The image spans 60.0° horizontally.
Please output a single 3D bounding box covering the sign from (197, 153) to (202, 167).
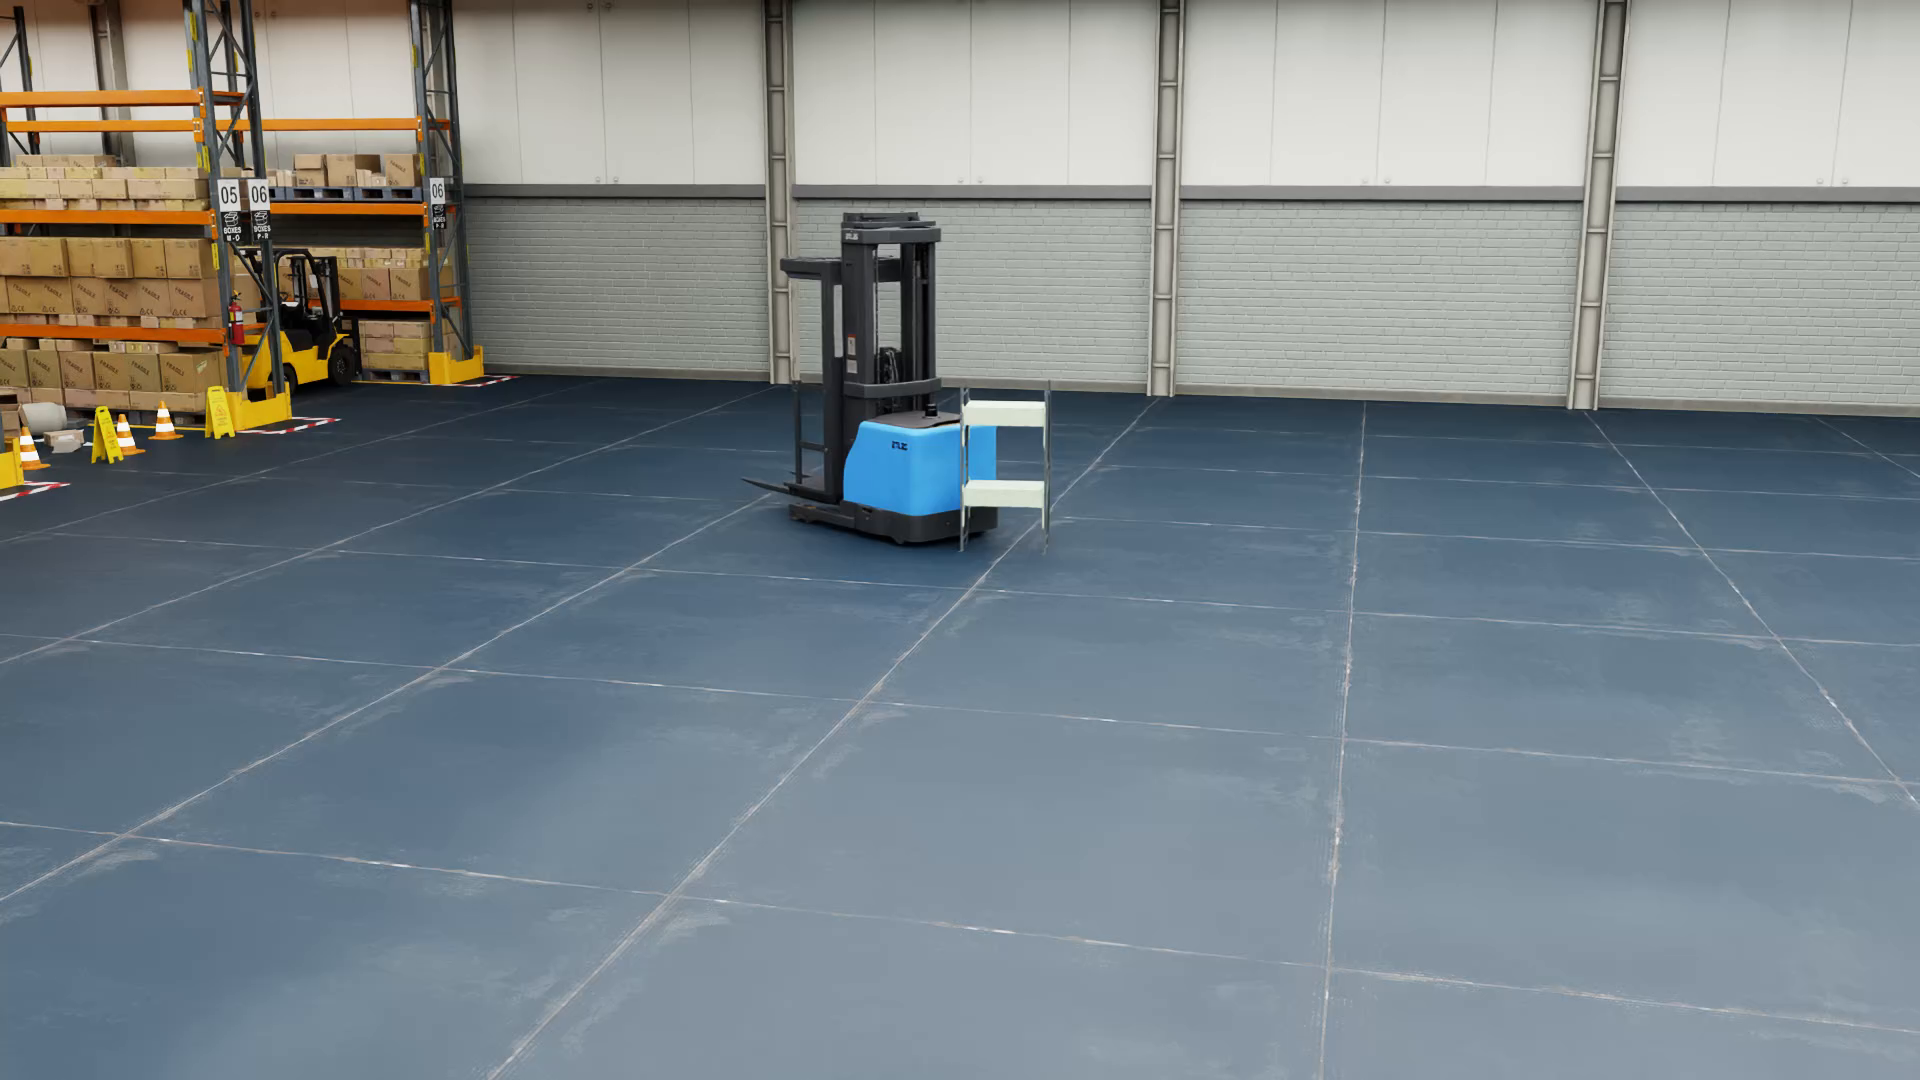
[{"bbox_3d":[-12.156,-6.018,26.587,0.005,0.325,0.100,3,13,14],"label":"sign"}]

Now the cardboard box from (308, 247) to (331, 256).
[{"bbox_3d":[-10.281,-4.634,26.782,0.250,0.149,0.380,3,13,14],"label":"cardboard box"}]

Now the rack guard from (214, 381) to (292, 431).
[{"bbox_3d":[-9.412,-1.794,22.166,0.348,0.500,1.175,3,13,14],"label":"rack guard"}]

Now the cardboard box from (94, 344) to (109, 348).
[{"bbox_3d":[-11.593,-2.420,22.865,0.500,0.500,0.500,4,13,17],"label":"cardboard box"}]

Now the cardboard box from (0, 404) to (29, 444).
[{"bbox_3d":[-11.650,-1.351,20.159,0.637,0.503,0.797,-6,14,-25],"label":"cardboard box"}]

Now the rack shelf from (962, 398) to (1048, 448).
[{"bbox_3d":[0.404,-1.032,14.622,0.720,0.370,0.431,2,13,7],"label":"rack shelf"}]

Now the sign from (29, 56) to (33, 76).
[{"bbox_3d":[-15.790,-8.049,28.213,0.005,0.325,0.100,3,13,14],"label":"sign"}]

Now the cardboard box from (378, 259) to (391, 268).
[{"bbox_3d":[-9.048,-4.412,26.468,0.250,0.149,0.380,3,13,15],"label":"cardboard box"}]

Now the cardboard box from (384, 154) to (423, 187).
[{"bbox_3d":[-8.640,-5.793,26.064,0.500,0.500,0.500,3,13,15],"label":"cardboard box"}]

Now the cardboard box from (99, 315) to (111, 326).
[{"bbox_3d":[-11.231,-2.946,22.166,0.250,0.149,0.380,3,13,14],"label":"cardboard box"}]

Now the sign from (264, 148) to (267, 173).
[{"bbox_3d":[-9.208,-5.016,21.972,0.005,0.325,0.100,3,13,14],"label":"sign"}]

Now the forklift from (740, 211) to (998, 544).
[{"bbox_3d":[-1.003,-1.650,15.902,1.130,2.935,3.031,-11,17,-40],"label":"forklift"}]

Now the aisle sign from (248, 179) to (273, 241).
[{"bbox_3d":[-9.203,-4.342,21.875,0.004,0.787,0.394,3,13,14],"label":"aisle sign"}]

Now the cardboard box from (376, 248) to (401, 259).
[{"bbox_3d":[-9.058,-4.554,26.418,0.250,0.149,0.380,3,13,15],"label":"cardboard box"}]

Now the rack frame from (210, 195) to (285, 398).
[{"bbox_3d":[-9.338,-3.011,21.878,0.127,3.000,1.000,3,13,14],"label":"rack frame"}]

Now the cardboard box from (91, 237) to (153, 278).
[{"bbox_3d":[-10.895,-3.706,21.786,0.500,0.500,0.700,3,13,13],"label":"cardboard box"}]

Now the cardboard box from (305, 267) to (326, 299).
[{"bbox_3d":[-10.183,-4.153,26.796,0.500,0.500,0.500,3,13,14],"label":"cardboard box"}]

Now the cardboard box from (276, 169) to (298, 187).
[{"bbox_3d":[-10.667,-5.774,26.517,0.258,0.266,0.396,3,13,12],"label":"cardboard box"}]

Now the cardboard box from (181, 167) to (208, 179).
[{"bbox_3d":[-9.737,-4.697,21.293,0.250,0.149,0.380,3,13,14],"label":"cardboard box"}]

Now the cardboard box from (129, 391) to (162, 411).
[{"bbox_3d":[-10.688,-1.887,22.193,0.500,0.250,0.500,3,13,14],"label":"cardboard box"}]

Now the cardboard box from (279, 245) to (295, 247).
[{"bbox_3d":[-11.159,-4.787,27.470,0.250,0.149,0.380,3,13,13],"label":"cardboard box"}]

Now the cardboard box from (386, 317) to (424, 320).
[{"bbox_3d":[-9.059,-3.495,27.133,0.500,0.250,0.500,3,13,14],"label":"cardboard box"}]

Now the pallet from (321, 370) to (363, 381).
[{"bbox_3d":[-10.085,-2.788,27.312,1.213,0.211,1.003,3,13,14],"label":"pallet"}]

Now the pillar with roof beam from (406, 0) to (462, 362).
[{"bbox_3d":[-9.644,-6.304,22.870,0.400,9.000,9.100,3,13,14],"label":"pillar with roof beam"}]

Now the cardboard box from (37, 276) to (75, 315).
[{"bbox_3d":[-11.884,-3.281,22.178,0.500,0.500,0.500,3,13,13],"label":"cardboard box"}]

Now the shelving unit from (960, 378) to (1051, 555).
[{"bbox_3d":[0.404,-0.651,14.707,0.755,1.500,0.431,2,13,7],"label":"shelving unit"}]

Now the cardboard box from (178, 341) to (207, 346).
[{"bbox_3d":[-12.545,-3.333,27.842,0.625,0.625,0.875,4,13,16],"label":"cardboard box"}]

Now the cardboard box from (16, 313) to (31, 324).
[{"bbox_3d":[-12.469,-3.002,22.420,0.250,0.149,0.380,3,13,13],"label":"cardboard box"}]

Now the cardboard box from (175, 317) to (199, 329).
[{"bbox_3d":[-10.025,-2.852,21.744,0.250,0.149,0.380,3,13,13],"label":"cardboard box"}]

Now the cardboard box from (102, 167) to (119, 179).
[{"bbox_3d":[-10.948,-4.785,21.690,0.250,0.149,0.380,3,13,12],"label":"cardboard box"}]

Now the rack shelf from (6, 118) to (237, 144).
[{"bbox_3d":[-13.977,-6.748,27.458,4.000,0.370,1.077,3,13,14],"label":"rack shelf"}]

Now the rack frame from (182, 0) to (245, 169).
[{"bbox_3d":[-12.036,-7.191,26.869,0.127,3.000,1.000,3,13,14],"label":"rack frame"}]

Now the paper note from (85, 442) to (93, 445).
[{"bbox_3d":[-10.732,-1.192,20.534,0.142,0.019,0.148,-1,13,-6],"label":"paper note"}]

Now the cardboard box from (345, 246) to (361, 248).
[{"bbox_3d":[-9.922,-4.714,27.140,0.250,0.149,0.380,3,13,14],"label":"cardboard box"}]

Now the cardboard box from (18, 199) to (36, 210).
[{"bbox_3d":[-12.236,-4.456,22.047,0.250,0.149,0.380,3,13,15],"label":"cardboard box"}]

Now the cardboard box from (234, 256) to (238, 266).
[{"bbox_3d":[-11.789,-4.556,27.114,0.250,0.149,0.380,3,13,13],"label":"cardboard box"}]

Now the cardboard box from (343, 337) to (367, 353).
[{"bbox_3d":[-9.690,-3.171,26.827,0.500,0.250,0.500,3,13,12],"label":"cardboard box"}]

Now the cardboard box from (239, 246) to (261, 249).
[{"bbox_3d":[-11.517,-4.703,27.091,0.250,0.149,0.380,3,13,14],"label":"cardboard box"}]

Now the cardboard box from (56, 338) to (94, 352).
[{"bbox_3d":[-11.845,-2.617,22.255,0.250,0.149,0.380,4,13,17],"label":"cardboard box"}]

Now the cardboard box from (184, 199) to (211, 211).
[{"bbox_3d":[-9.751,-4.312,21.398,0.250,0.149,0.380,3,13,14],"label":"cardboard box"}]

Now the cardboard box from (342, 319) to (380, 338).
[{"bbox_3d":[-9.663,-3.413,26.762,0.500,0.250,0.500,3,13,14],"label":"cardboard box"}]

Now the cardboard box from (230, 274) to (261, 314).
[{"bbox_3d":[-9.731,-3.287,22.208,0.500,0.500,0.500,3,13,13],"label":"cardboard box"}]

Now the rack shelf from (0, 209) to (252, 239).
[{"bbox_3d":[-11.279,-4.228,22.099,4.000,0.370,1.077,3,13,14],"label":"rack shelf"}]

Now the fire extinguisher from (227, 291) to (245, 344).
[{"bbox_3d":[-9.337,-2.870,21.423,0.183,0.674,0.296,3,13,14],"label":"fire extinguisher"}]

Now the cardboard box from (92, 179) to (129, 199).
[{"bbox_3d":[-10.892,-4.569,21.637,0.500,0.250,0.500,3,13,15],"label":"cardboard box"}]

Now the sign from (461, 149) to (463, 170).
[{"bbox_3d":[-8.013,-6.101,26.680,0.005,0.325,0.100,3,13,14],"label":"sign"}]

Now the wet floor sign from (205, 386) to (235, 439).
[{"bbox_3d":[-9.410,-1.626,21.074,0.232,0.644,0.267,8,15,33],"label":"wet floor sign"}]

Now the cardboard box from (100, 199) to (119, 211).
[{"bbox_3d":[-10.988,-4.384,21.724,0.250,0.149,0.380,3,13,12],"label":"cardboard box"}]

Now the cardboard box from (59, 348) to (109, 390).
[{"bbox_3d":[-11.688,-2.307,22.354,0.500,0.500,0.500,4,13,16],"label":"cardboard box"}]

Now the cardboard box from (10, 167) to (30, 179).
[{"bbox_3d":[-12.231,-4.822,21.856,0.250,0.149,0.380,3,13,13],"label":"cardboard box"}]
